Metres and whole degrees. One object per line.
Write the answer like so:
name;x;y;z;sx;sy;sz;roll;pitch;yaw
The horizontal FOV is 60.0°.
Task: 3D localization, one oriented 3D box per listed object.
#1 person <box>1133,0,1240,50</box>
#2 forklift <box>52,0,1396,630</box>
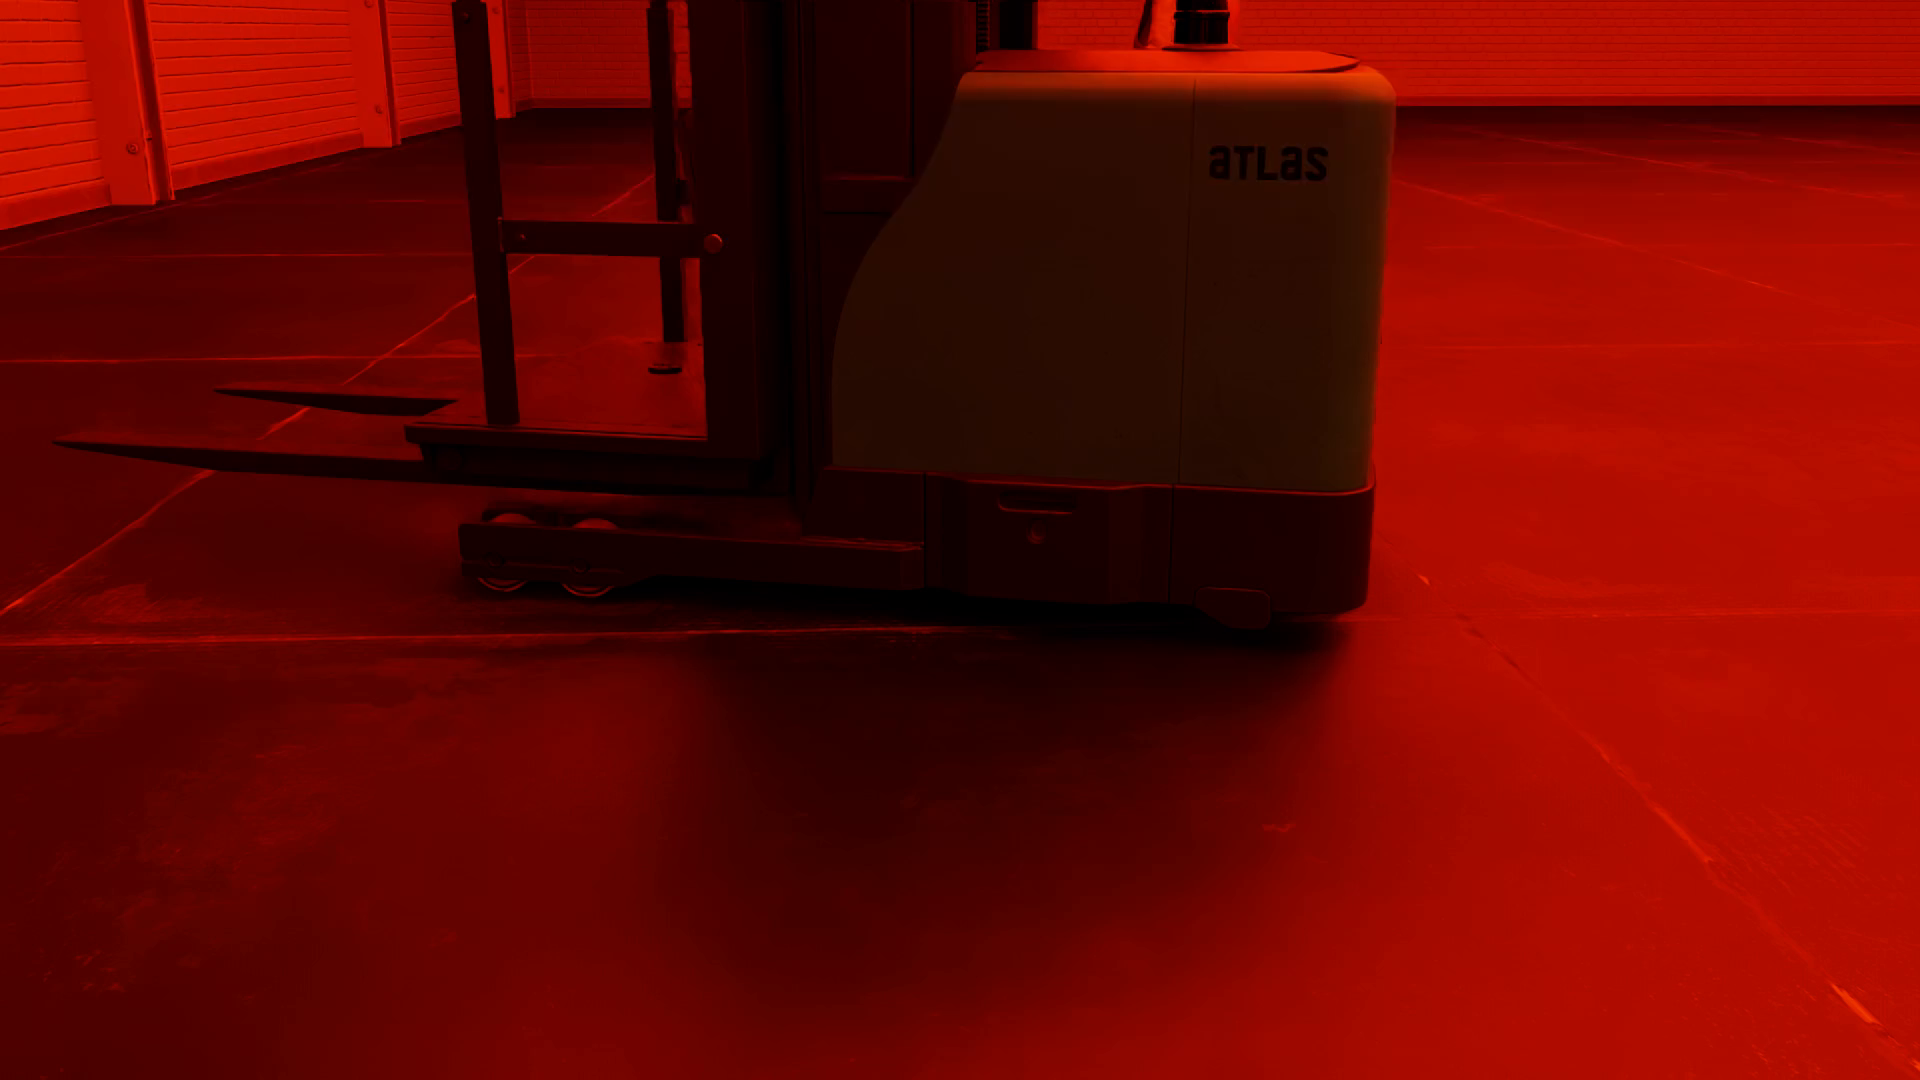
person;0.735;-1.323;5.701;0.436;1.533;0.828;-3;17;-10
forklift;-0.594;-1.426;3.568;3.031;2.935;1.130;4;17;11
